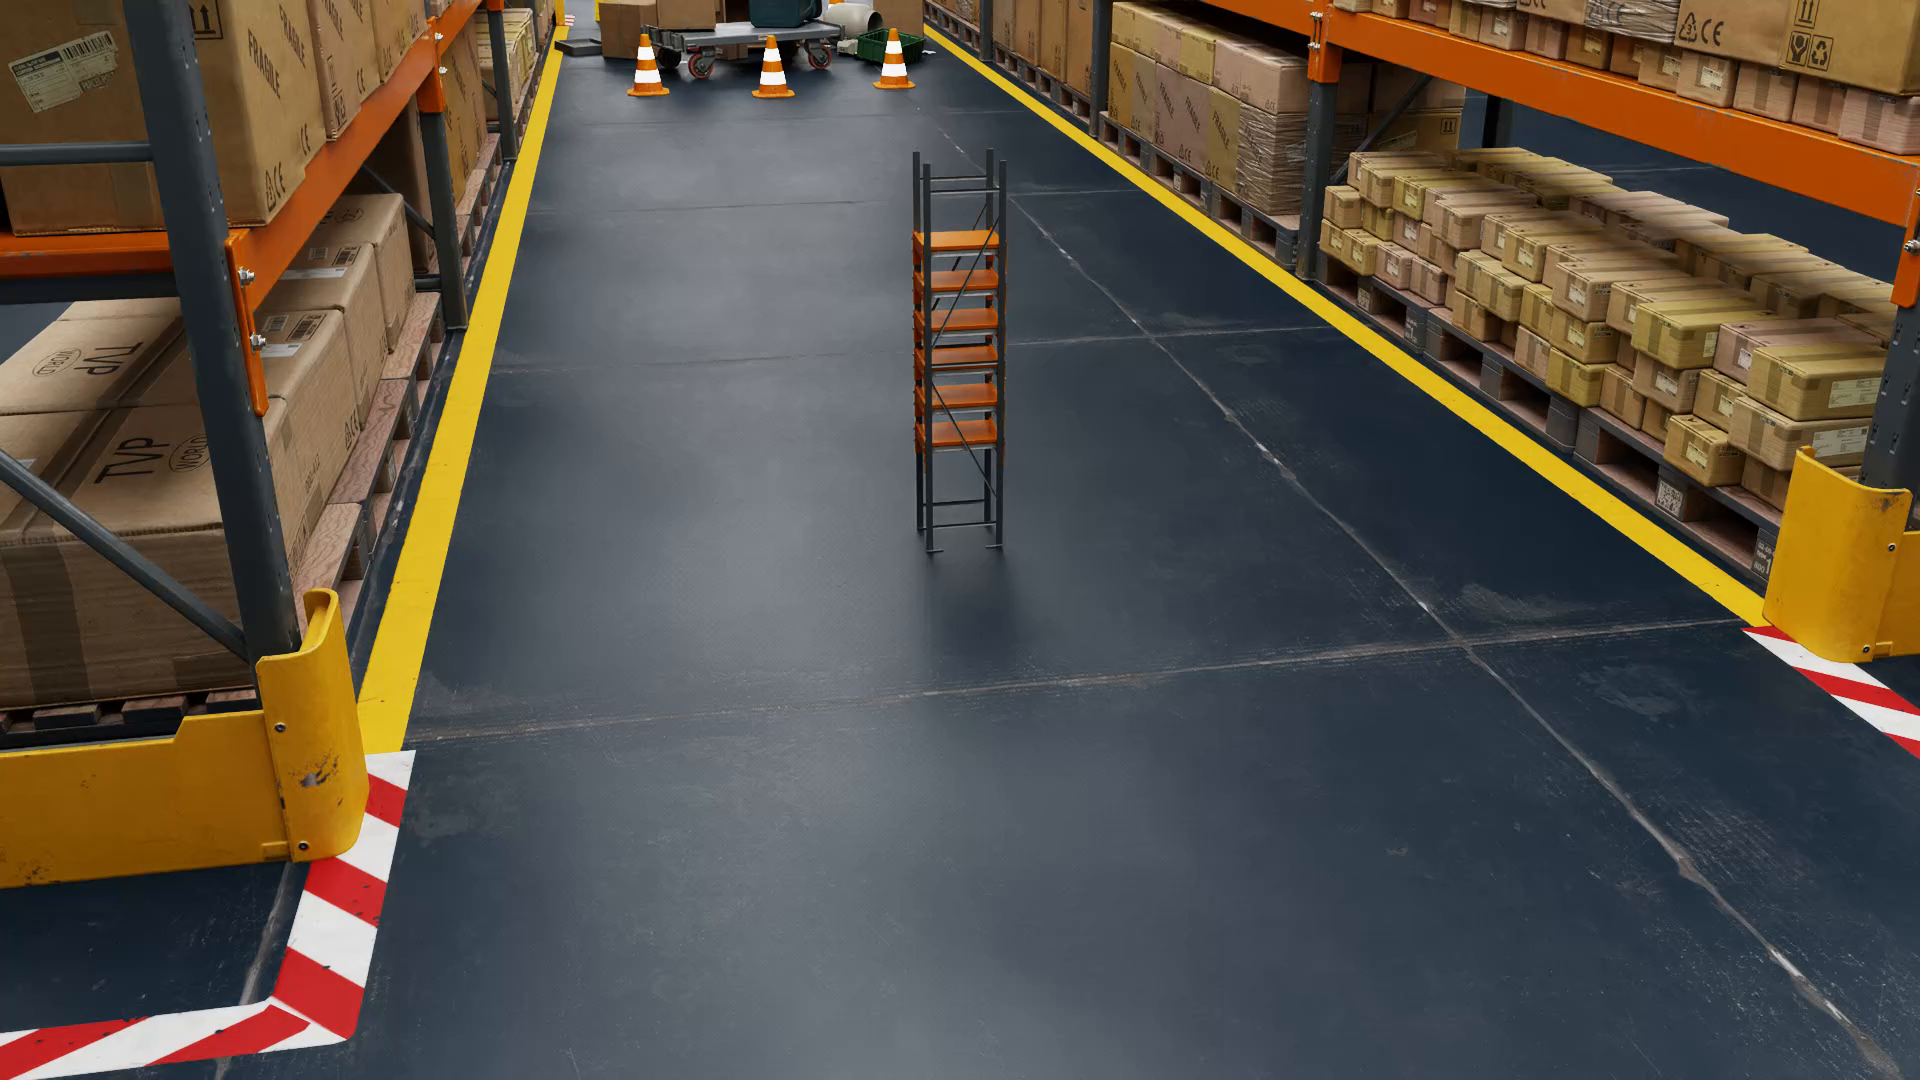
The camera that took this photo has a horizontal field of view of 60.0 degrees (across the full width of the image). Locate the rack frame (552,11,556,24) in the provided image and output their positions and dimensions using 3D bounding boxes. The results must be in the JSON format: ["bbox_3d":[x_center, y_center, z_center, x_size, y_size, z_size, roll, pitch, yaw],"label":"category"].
[{"bbox_3d":[-4.905,-7.005,17.542,1.000,3.000,0.127,-4,24,-10],"label":"rack frame"}]

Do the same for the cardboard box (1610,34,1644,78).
[{"bbox_3d":[2.410,-1.623,5.533,0.380,0.149,0.250,-5,24,-12],"label":"cardboard box"}]

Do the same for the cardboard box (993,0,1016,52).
[{"bbox_3d":[0.884,-4.762,14.691,1.050,0.750,0.750,-4,24,-10],"label":"cardboard box"}]

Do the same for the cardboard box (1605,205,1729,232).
[{"bbox_3d":[2.795,-1.222,6.593,0.380,0.149,0.250,-5,24,-12],"label":"cardboard box"}]

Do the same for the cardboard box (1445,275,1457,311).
[{"bbox_3d":[2.238,-1.012,6.857,0.380,0.149,0.250,-5,24,-12],"label":"cardboard box"}]

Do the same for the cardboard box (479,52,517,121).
[{"bbox_3d":[-3.520,-3.070,11.289,0.950,0.372,0.625,-6,24,-13],"label":"cardboard box"}]

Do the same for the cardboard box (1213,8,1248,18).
[{"bbox_3d":[1.908,-3.208,10.508,0.500,0.250,0.500,-4,24,-9],"label":"cardboard box"}]

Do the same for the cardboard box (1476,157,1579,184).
[{"bbox_3d":[2.568,-1.632,7.532,0.380,0.149,0.250,-4,24,-9],"label":"cardboard box"}]

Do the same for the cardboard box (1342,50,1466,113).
[{"bbox_3d":[2.283,-2.392,8.641,0.500,0.250,0.500,-5,24,-12],"label":"cardboard box"}]

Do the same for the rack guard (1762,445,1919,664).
[{"bbox_3d":[2.885,-0.002,4.630,1.175,0.500,0.348,-4,24,-10],"label":"rack guard"}]

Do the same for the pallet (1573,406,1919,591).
[{"bbox_3d":[2.770,-0.192,5.426,1.003,0.211,1.213,-4,24,-10],"label":"pallet"}]

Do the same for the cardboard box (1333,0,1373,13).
[{"bbox_3d":[1.891,-2.440,7.404,0.380,0.149,0.250,-3,24,-8],"label":"cardboard box"}]

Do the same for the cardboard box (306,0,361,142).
[{"bbox_3d":[-1.950,-1.366,4.505,0.500,0.500,0.500,-4,24,-10],"label":"cardboard box"}]

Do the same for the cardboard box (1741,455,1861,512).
[{"bbox_3d":[2.597,-0.195,4.987,0.380,0.149,0.250,-4,24,-9],"label":"cardboard box"}]

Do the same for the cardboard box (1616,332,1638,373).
[{"bbox_3d":[2.475,-0.644,5.643,0.380,0.149,0.250,-5,24,-10],"label":"cardboard box"}]

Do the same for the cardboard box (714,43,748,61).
[{"bbox_3d":[-2.207,-4.658,15.584,0.396,0.266,0.258,18,29,36],"label":"cardboard box"}]

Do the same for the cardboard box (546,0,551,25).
[{"bbox_3d":[-4.301,-5.230,16.387,0.500,0.250,0.500,-5,24,-12],"label":"cardboard box"}]

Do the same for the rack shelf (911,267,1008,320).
[{"bbox_3d":[-0.003,-0.735,4.945,0.258,0.103,0.180,-4,24,-10],"label":"rack shelf"}]

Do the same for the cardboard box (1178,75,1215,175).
[{"bbox_3d":[1.590,-2.414,9.629,0.500,0.500,0.500,-5,24,-11],"label":"cardboard box"}]

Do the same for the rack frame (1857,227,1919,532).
[{"bbox_3d":[2.900,-1.118,4.062,1.000,3.000,0.127,-4,24,-10],"label":"rack frame"}]

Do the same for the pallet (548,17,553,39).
[{"bbox_3d":[-4.776,-5.375,17.294,1.003,0.211,1.213,-4,24,-10],"label":"pallet"}]

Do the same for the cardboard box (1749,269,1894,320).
[{"bbox_3d":[2.919,-0.807,5.644,0.380,0.149,0.250,-5,24,-12],"label":"cardboard box"}]

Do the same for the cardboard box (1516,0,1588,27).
[{"bbox_3d":[2.288,-2.056,5.714,0.500,0.500,0.500,-3,24,-7],"label":"cardboard box"}]

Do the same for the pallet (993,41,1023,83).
[{"bbox_3d":[0.897,-4.262,14.745,1.003,0.211,1.213,-4,24,-10],"label":"pallet"}]

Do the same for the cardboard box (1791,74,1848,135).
[{"bbox_3d":[2.552,-1.211,4.588,0.380,0.149,0.250,-4,24,-10],"label":"cardboard box"}]

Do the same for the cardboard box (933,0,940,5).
[{"bbox_3d":[0.131,-6.368,18.213,0.875,0.875,0.875,-4,24,-9],"label":"cardboard box"}]

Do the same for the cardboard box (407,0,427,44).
[{"bbox_3d":[-2.349,-2.167,6.340,0.500,0.500,0.500,-4,24,-9],"label":"cardboard box"}]

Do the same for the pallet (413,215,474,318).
[{"bbox_3d":[-2.903,-1.305,7.975,1.003,0.211,1.213,-4,24,-10],"label":"pallet"}]

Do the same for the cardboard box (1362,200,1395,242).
[{"bbox_3d":[2.047,-1.454,7.498,0.380,0.149,0.250,-4,24,-9],"label":"cardboard box"}]

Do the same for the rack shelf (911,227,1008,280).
[{"bbox_3d":[-0.003,-0.845,4.897,0.258,0.103,0.180,-4,24,-10],"label":"rack shelf"}]

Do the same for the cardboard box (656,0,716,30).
[{"bbox_3d":[-2.422,-4.777,14.617,0.500,0.500,0.500,-4,24,-10],"label":"cardboard box"}]

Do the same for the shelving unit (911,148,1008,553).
[{"bbox_3d":[-0.003,-0.556,5.023,0.258,1.200,0.189,-4,24,-10],"label":"shelving unit"}]

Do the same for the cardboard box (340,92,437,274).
[{"bbox_3d":[-2.879,-1.742,7.620,0.875,0.875,0.875,-4,24,-8],"label":"cardboard box"}]

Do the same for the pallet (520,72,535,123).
[{"bbox_3d":[-3.791,-3.367,12.695,1.003,0.211,1.213,-4,24,-10],"label":"pallet"}]

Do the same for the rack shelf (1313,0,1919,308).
[{"bbox_3d":[2.530,-1.575,6.007,1.077,0.370,4.000,-4,24,-10],"label":"rack shelf"}]

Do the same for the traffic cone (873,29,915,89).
[{"bbox_3d":[-0.555,-4.036,13.913,0.336,0.463,0.334,-4,24,-10],"label":"traffic cone"}]

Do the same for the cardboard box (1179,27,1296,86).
[{"bbox_3d":[1.580,-2.766,9.497,0.500,0.250,0.500,-5,24,-12],"label":"cardboard box"}]

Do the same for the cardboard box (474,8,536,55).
[{"bbox_3d":[-4.066,-4.214,13.909,0.950,0.372,0.625,-4,24,-9],"label":"cardboard box"}]

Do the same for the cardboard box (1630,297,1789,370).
[{"bbox_3d":[2.390,-0.661,5.311,0.380,0.149,0.250,-5,24,-11],"label":"cardboard box"}]

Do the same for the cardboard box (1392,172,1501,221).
[{"bbox_3d":[2.108,-1.490,7.209,0.380,0.149,0.250,-5,24,-10],"label":"cardboard box"}]

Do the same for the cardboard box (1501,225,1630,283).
[{"bbox_3d":[2.284,-1.082,6.274,0.380,0.149,0.250,-4,24,-9],"label":"cardboard box"}]

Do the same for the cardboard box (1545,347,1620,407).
[{"bbox_3d":[2.319,-0.591,5.893,0.380,0.149,0.250,-5,24,-12],"label":"cardboard box"}]

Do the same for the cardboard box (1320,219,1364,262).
[{"bbox_3d":[1.911,-1.410,7.768,0.380,0.149,0.250,-5,24,-12],"label":"cardboard box"}]

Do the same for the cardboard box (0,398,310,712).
[{"bbox_3d":[-2.167,0.018,4.138,0.875,0.438,0.875,-5,24,-12],"label":"cardboard box"}]

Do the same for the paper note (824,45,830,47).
[{"bbox_3d":[-1.369,-4.872,16.378,0.172,0.023,0.155,4,24,9],"label":"paper note"}]

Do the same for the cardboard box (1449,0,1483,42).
[{"bbox_3d":[2.139,-2.032,6.469,0.380,0.149,0.250,-4,24,-9],"label":"cardboard box"}]

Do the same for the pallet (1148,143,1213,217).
[{"bbox_3d":[1.785,-2.200,10.024,1.003,0.211,1.213,-4,24,-10],"label":"pallet"}]

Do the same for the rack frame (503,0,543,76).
[{"bbox_3d":[-4.165,-5.432,13.939,1.000,3.000,0.127,-4,24,-10],"label":"rack frame"}]

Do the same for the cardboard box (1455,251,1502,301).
[{"bbox_3d":[2.187,-1.041,6.551,0.380,0.149,0.250,-4,24,-10],"label":"cardboard box"}]

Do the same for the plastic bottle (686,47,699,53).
[{"bbox_3d":[-2.561,-4.732,16.007,0.133,0.061,0.283,0,24,-1],"label":"plastic bottle"}]
